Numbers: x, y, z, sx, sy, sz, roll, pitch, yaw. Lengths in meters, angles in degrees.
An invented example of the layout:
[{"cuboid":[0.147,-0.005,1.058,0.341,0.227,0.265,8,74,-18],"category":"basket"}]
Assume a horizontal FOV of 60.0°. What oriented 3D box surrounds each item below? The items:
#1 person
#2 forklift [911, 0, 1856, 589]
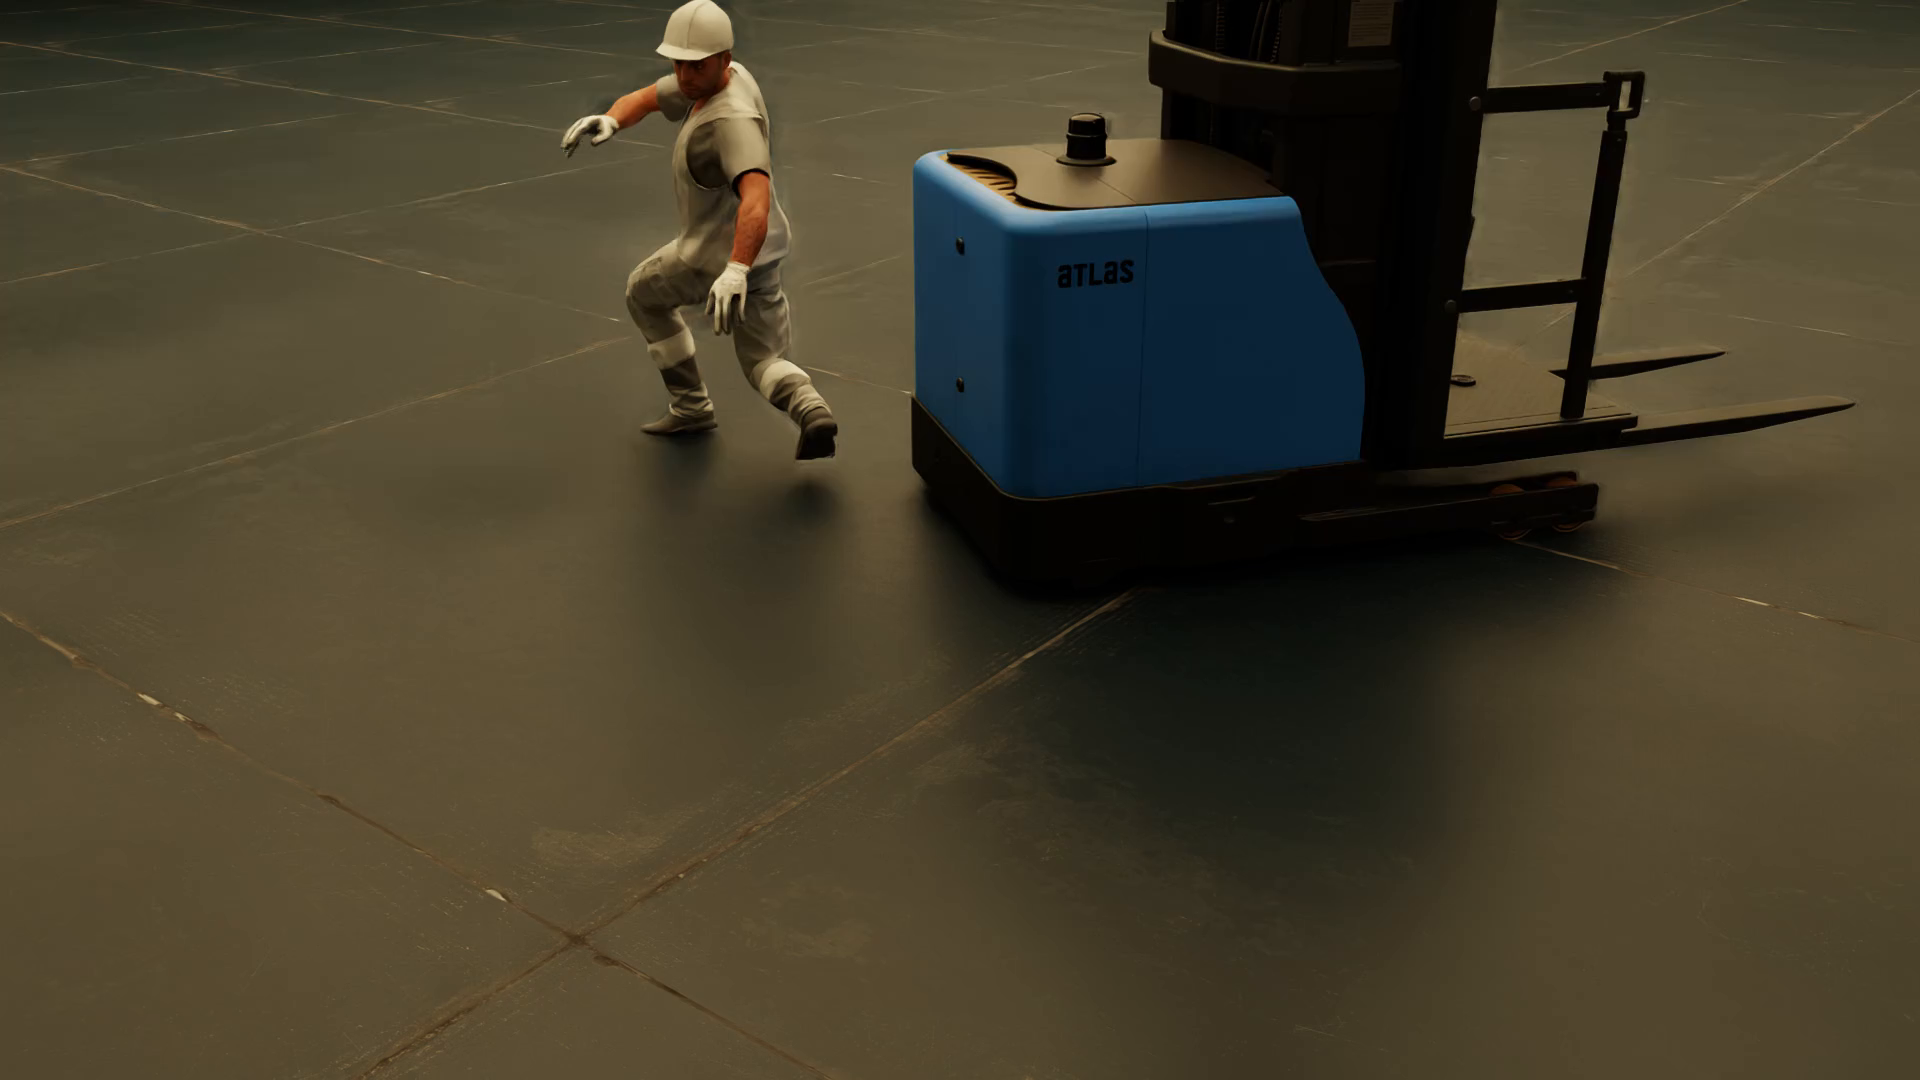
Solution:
[{"cuboid":[-0.811,-0.932,5.332,0.973,1.540,0.745,14,27,29],"category":"person"},{"cuboid":[1.420,-1.536,4.872,3.031,2.935,1.130,-7,24,-16],"category":"forklift"}]
